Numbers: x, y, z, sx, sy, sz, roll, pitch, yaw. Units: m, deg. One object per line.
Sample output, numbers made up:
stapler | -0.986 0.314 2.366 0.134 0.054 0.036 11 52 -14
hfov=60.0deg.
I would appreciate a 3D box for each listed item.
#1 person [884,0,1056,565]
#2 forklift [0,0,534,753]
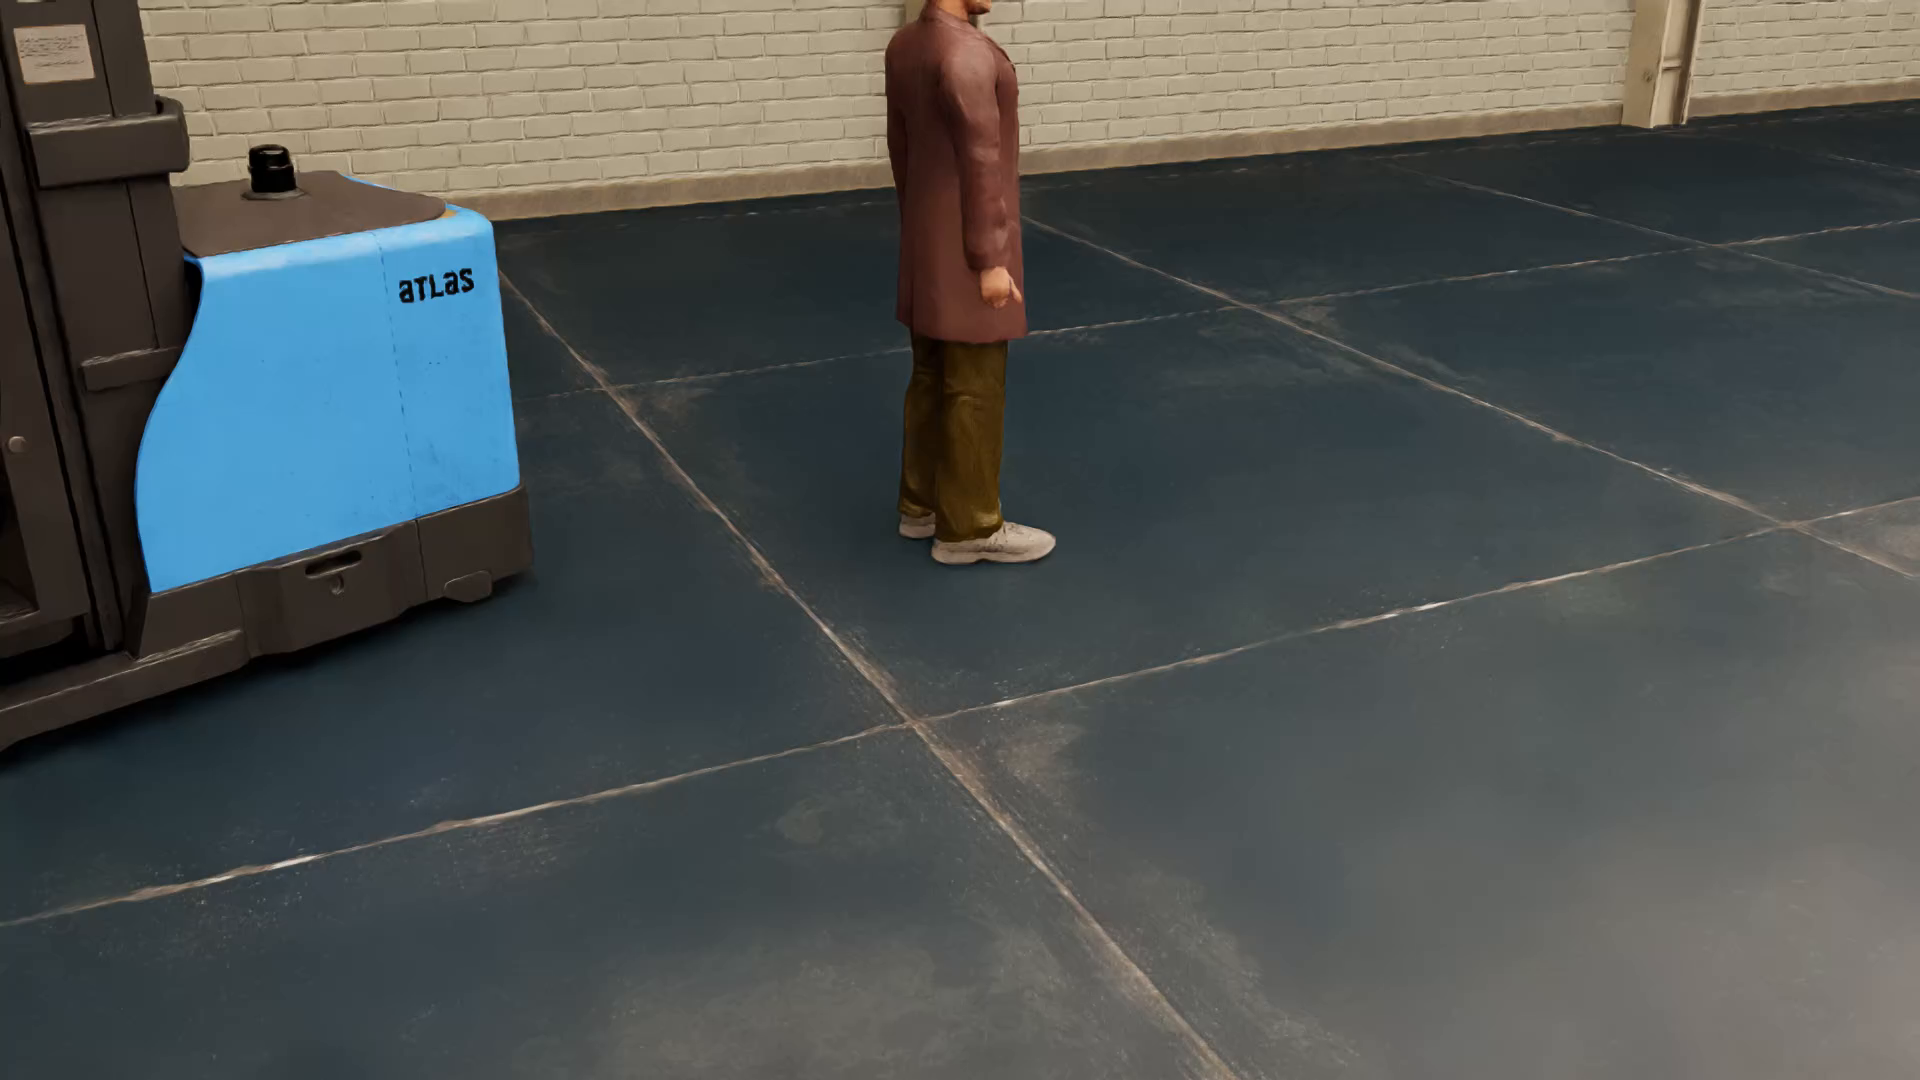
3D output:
person | 0.023 -0.829 4.777 0.377 1.783 0.558 -10 25 -23
forklift | -2.618 -0.952 3.577 1.130 2.935 3.031 21 30 41
